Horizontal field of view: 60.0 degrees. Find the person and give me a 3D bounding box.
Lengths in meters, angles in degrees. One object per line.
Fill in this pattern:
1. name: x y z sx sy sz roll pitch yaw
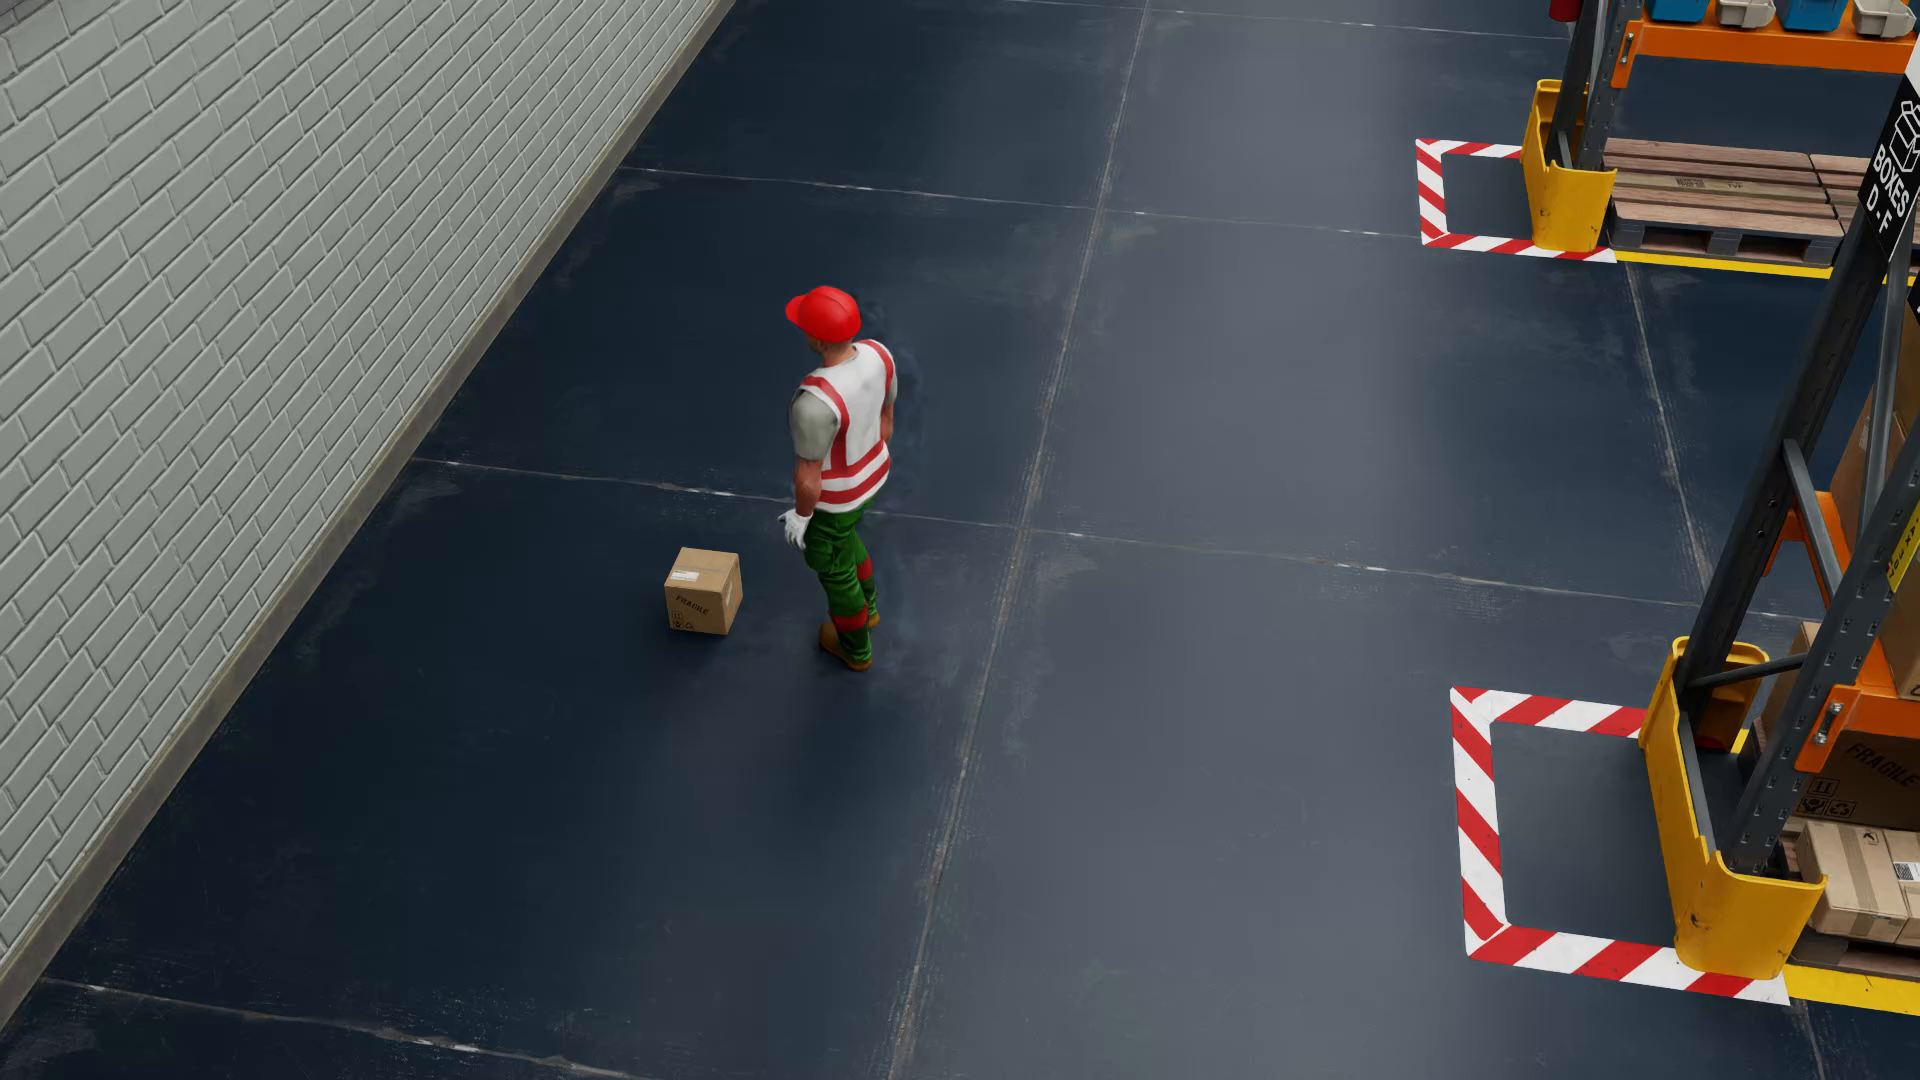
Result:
1. person: -0.479 -0.210 6.400 0.401 1.822 0.589 23 45 25
